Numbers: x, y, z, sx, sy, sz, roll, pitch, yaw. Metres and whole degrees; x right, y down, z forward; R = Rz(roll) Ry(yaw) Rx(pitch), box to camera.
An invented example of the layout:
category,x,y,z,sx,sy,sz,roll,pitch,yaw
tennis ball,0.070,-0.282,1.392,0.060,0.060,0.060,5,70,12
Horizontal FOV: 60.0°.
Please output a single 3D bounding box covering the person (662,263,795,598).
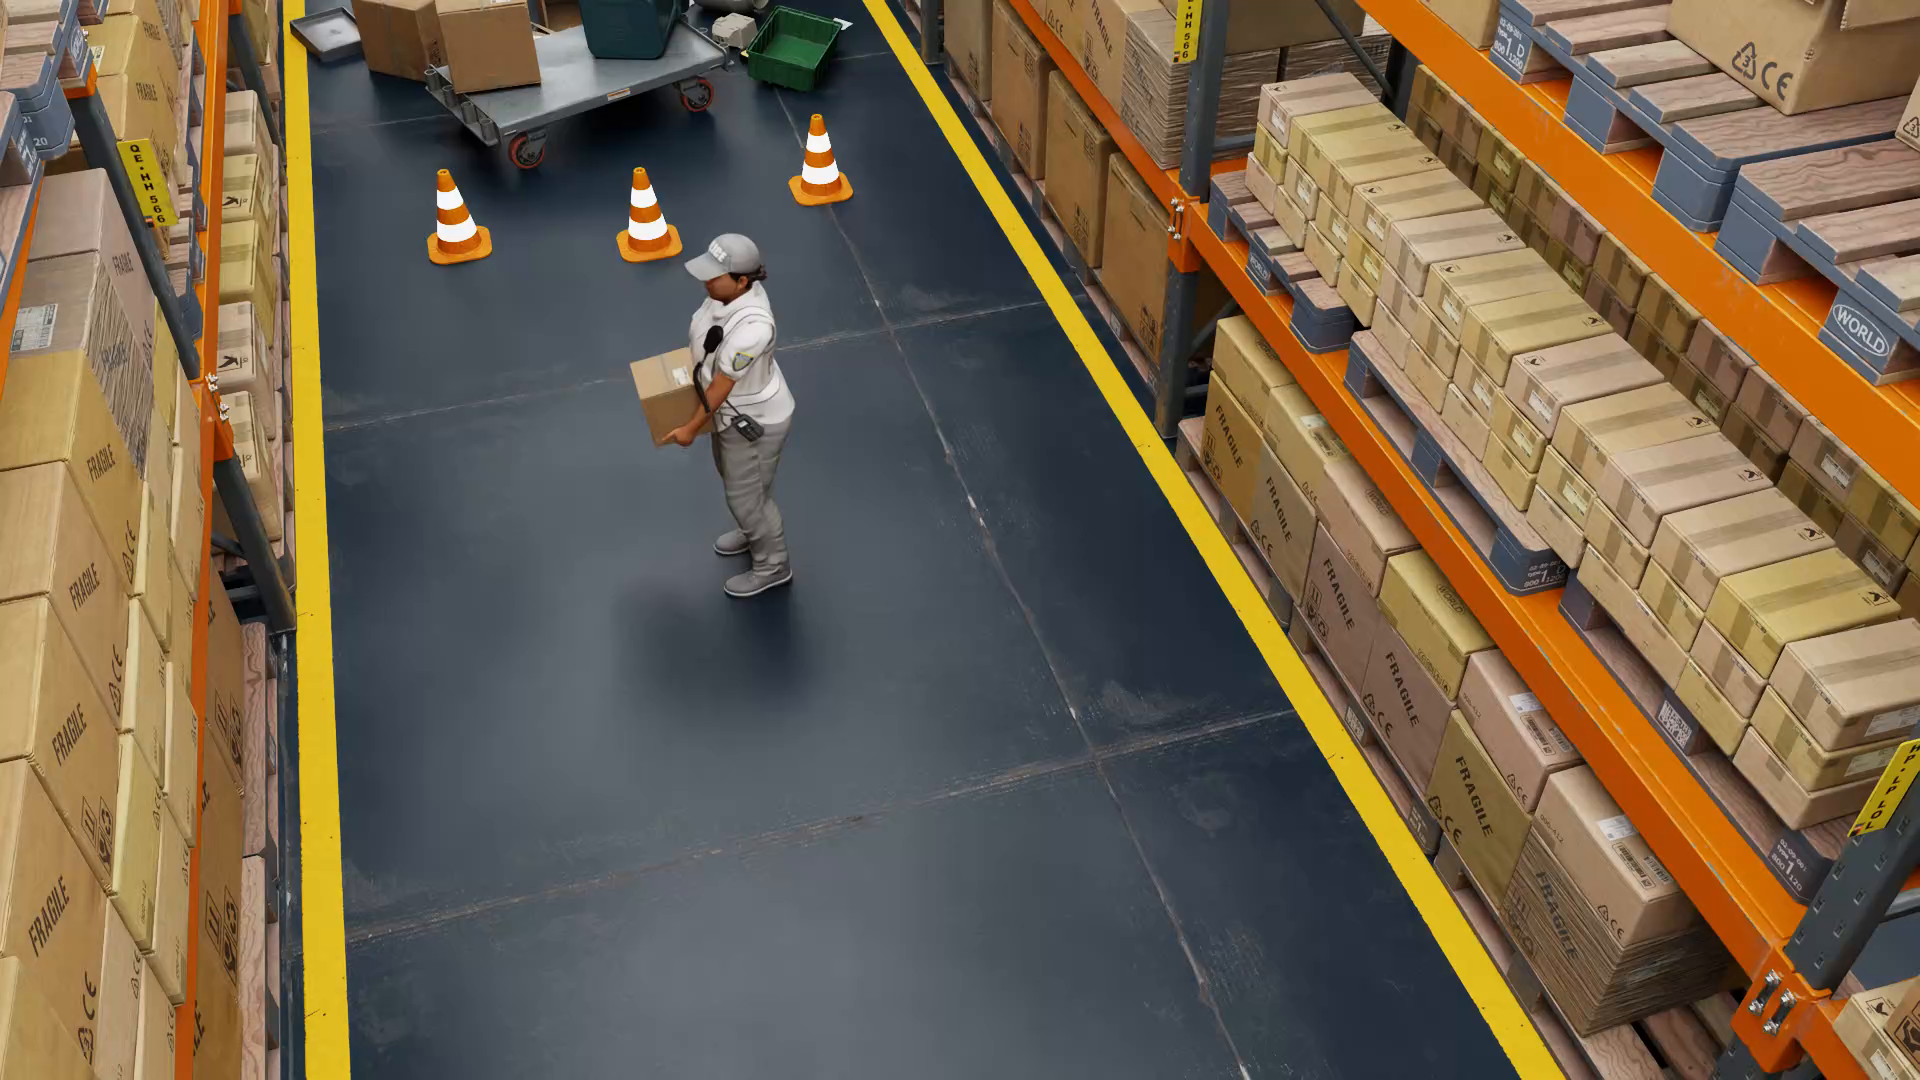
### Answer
category,x,y,z,sx,sy,sz,roll,pitch,yaw
person,0.636,-16.702,21.181,16.727,6.007,40.629,-12,44,-13
